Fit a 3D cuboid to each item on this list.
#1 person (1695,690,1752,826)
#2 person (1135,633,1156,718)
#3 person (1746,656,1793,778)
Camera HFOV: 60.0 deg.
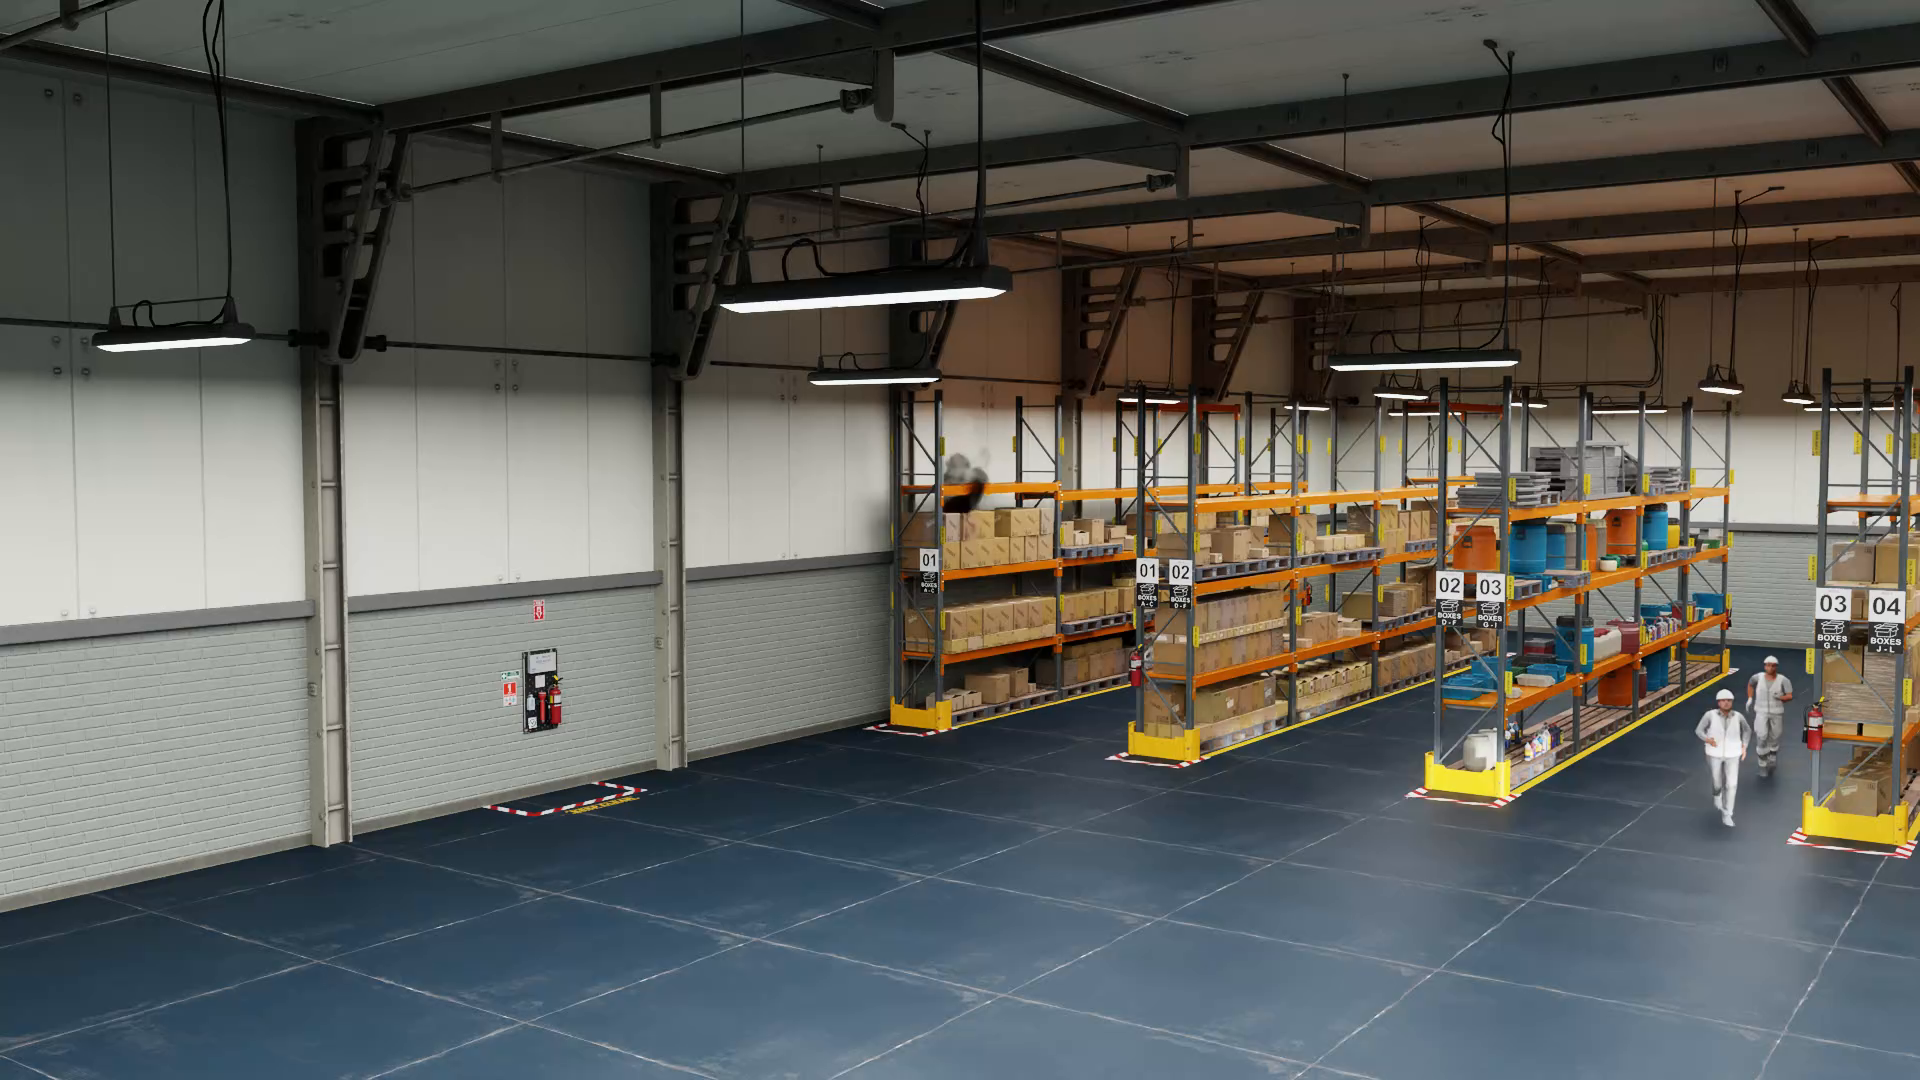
[{"bbox_3d":[10.224,2.881,22.270,0.698,1.772,0.794,1,3,21],"label":"person"},{"bbox_3d":[3.289,2.486,29.460,0.591,1.699,0.835,2,4,32],"label":"person"},{"bbox_3d":[12.324,2.677,25.331,0.643,1.844,0.876,1,4,25],"label":"person"}]
